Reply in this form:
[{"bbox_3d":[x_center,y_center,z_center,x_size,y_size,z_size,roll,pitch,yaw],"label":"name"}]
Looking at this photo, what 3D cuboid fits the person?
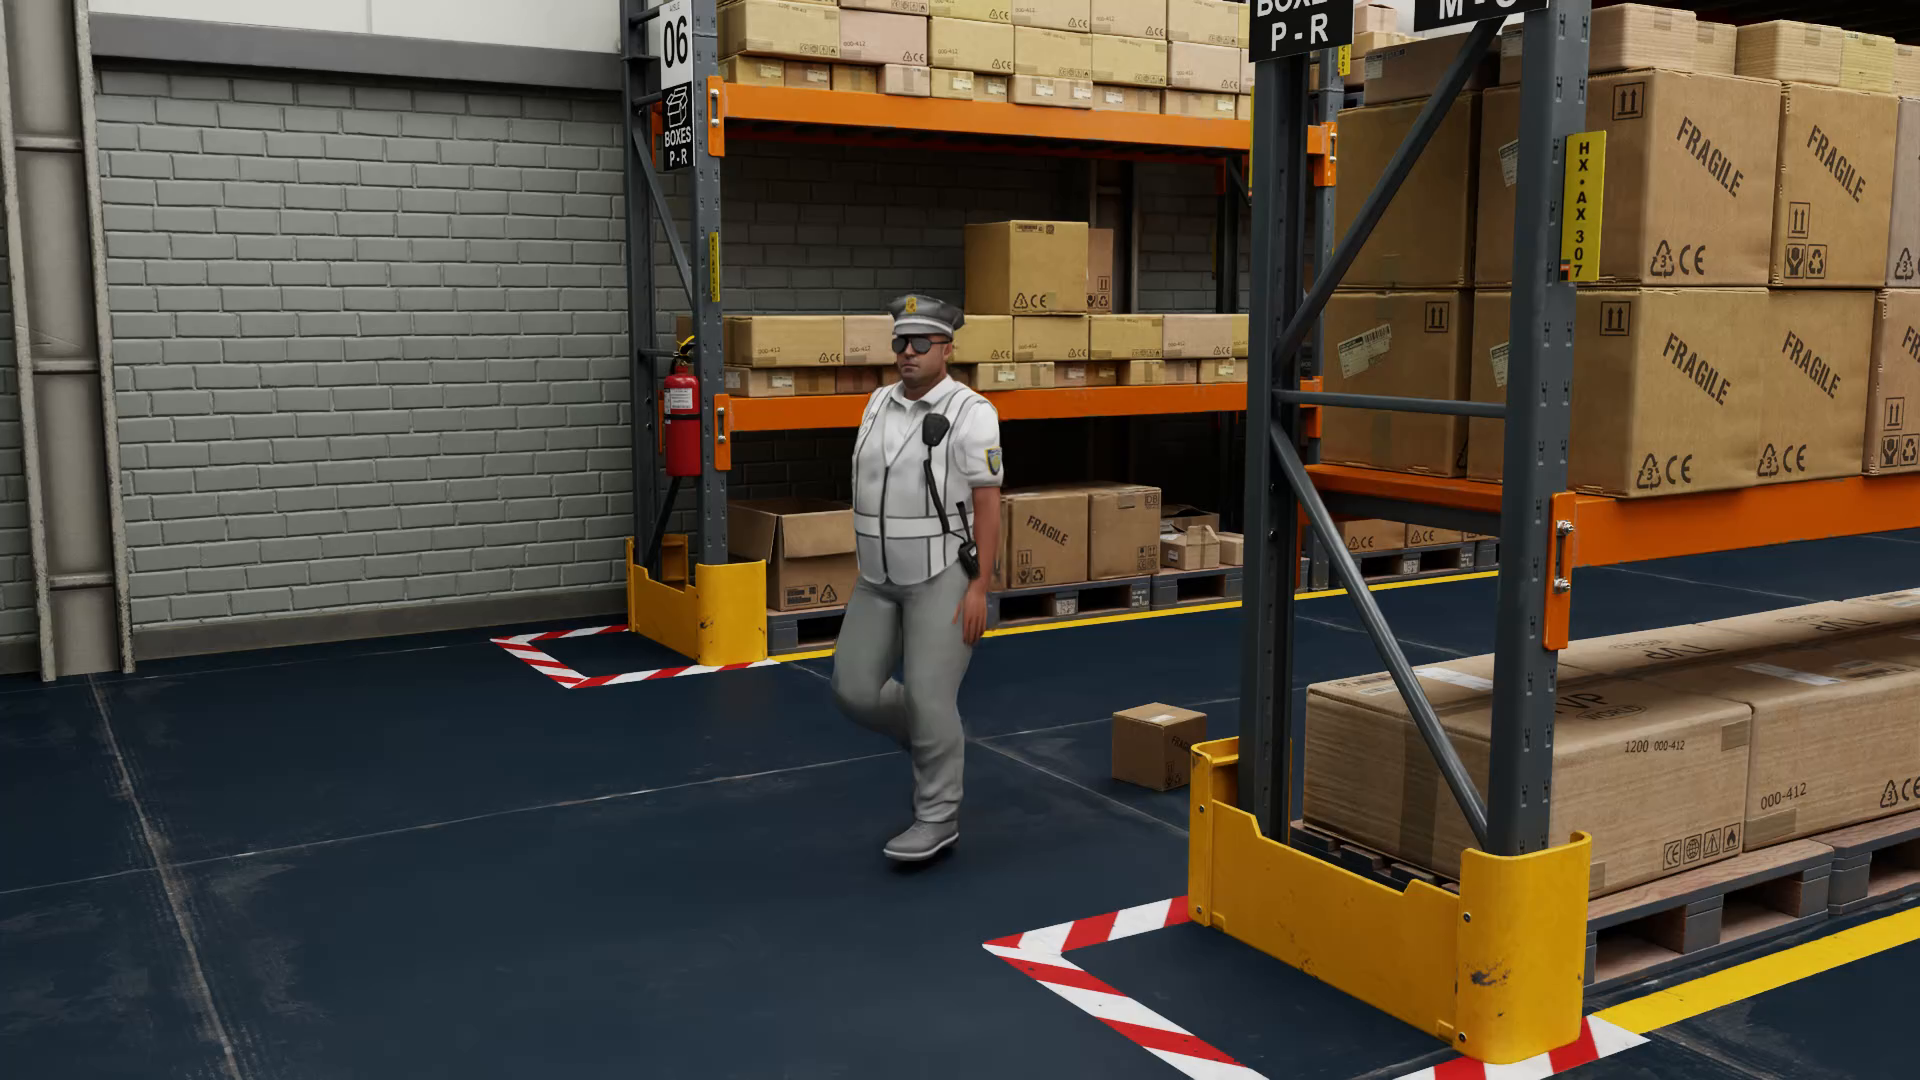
[{"bbox_3d":[-0.109,0.101,5.320,0.562,1.757,0.573,5,10,34],"label":"person"}]
